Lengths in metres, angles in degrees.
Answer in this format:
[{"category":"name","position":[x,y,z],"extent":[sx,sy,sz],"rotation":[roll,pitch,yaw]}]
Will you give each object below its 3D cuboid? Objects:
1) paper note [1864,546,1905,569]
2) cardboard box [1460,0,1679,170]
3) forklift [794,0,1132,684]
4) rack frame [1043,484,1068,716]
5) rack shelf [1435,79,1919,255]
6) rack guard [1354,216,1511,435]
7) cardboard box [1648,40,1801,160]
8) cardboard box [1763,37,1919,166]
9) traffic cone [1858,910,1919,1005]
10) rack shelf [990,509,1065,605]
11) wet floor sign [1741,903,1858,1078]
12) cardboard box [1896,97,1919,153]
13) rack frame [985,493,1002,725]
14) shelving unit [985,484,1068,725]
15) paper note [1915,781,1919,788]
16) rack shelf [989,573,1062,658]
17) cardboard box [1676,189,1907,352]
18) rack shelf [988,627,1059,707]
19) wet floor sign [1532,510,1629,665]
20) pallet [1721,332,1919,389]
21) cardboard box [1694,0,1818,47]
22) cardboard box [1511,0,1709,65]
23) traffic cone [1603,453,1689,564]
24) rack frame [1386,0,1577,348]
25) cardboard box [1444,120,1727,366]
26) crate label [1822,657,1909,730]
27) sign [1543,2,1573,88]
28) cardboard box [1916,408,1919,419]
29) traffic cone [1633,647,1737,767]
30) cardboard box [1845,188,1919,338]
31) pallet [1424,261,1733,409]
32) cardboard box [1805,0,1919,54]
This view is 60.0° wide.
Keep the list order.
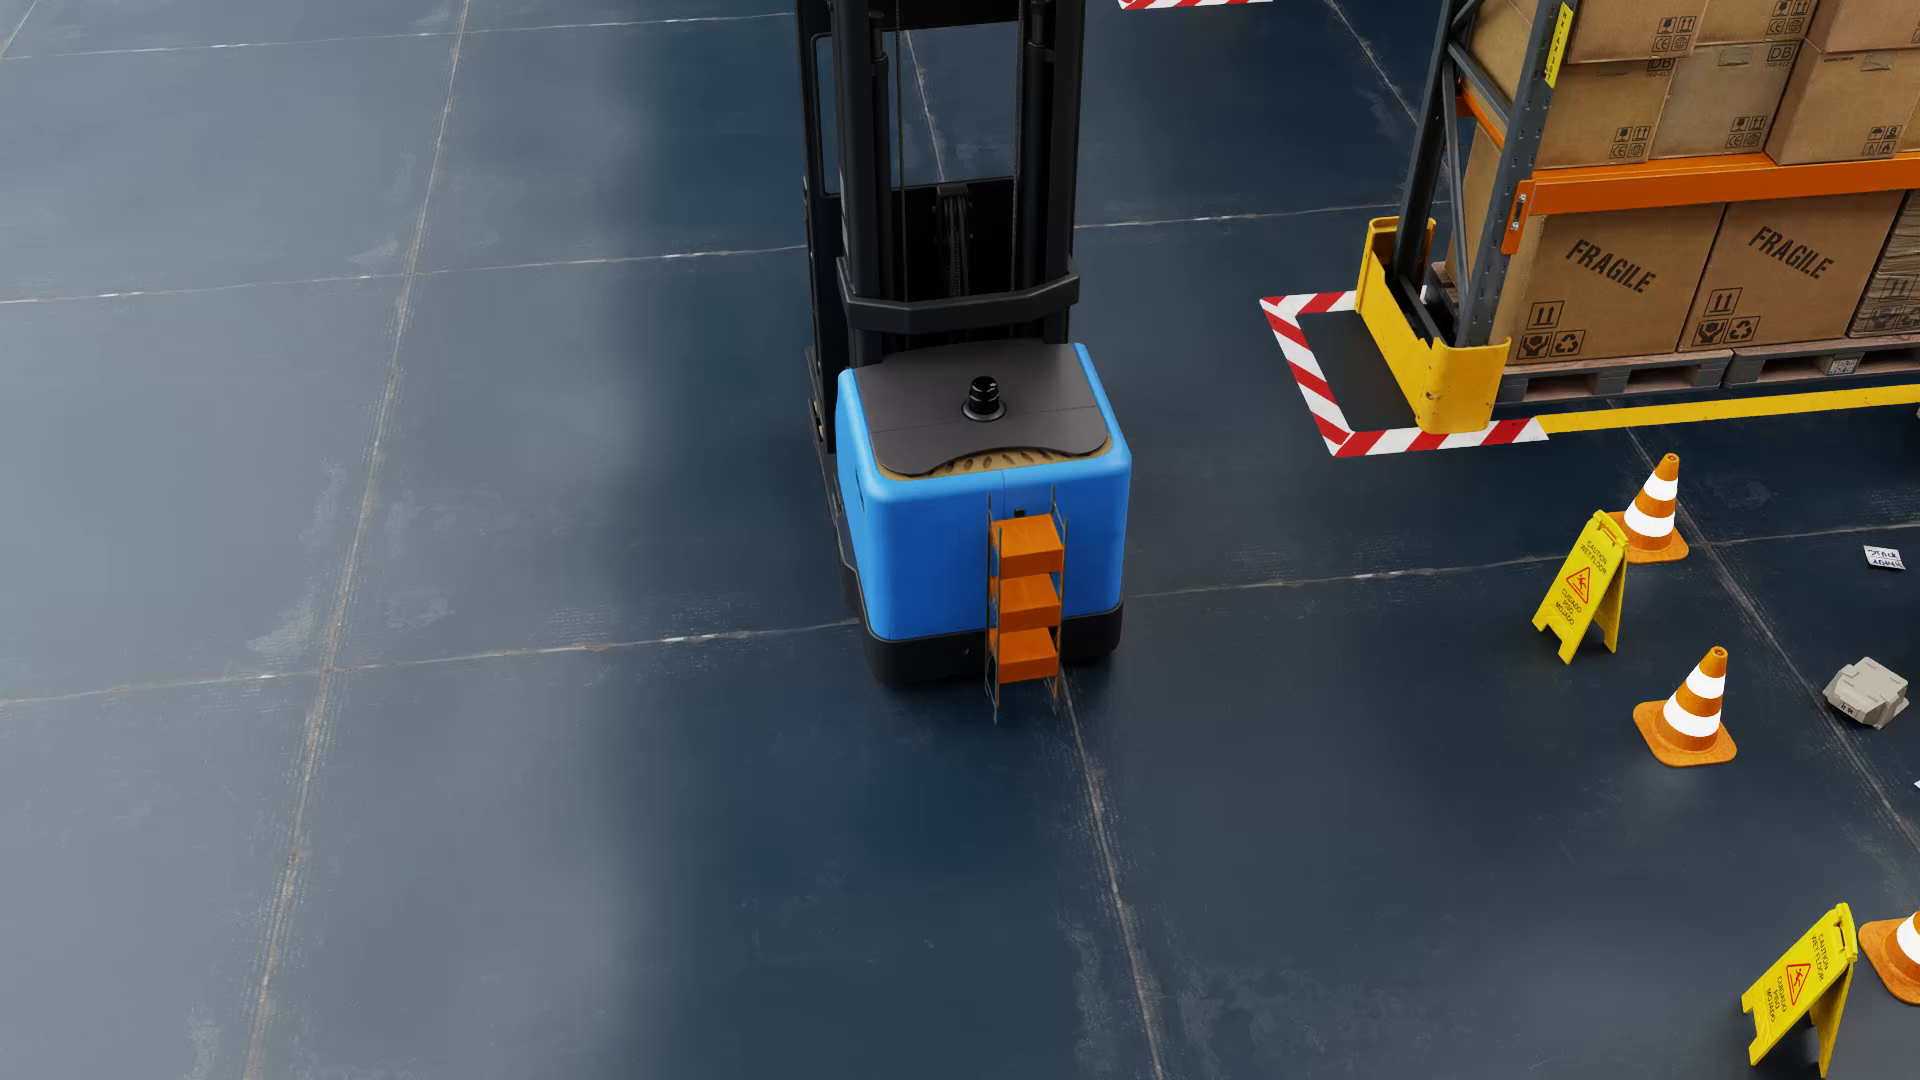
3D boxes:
[{"category":"paper note","position":[4.091,0.076,7.359],"extent":[0.142,0.017,0.144],"rotation":[8,43,9]},{"category":"cardboard box","position":[2.720,-2.140,7.486],"extent":[0.550,0.550,0.875],"rotation":[-5,42,-6]},{"category":"forklift","position":[-0.119,-1.503,6.943],"extent":[1.130,2.935,3.031],"rotation":[-7,43,-8]},{"category":"rack frame","position":[0.365,0.251,6.403],"extent":[0.008,1.050,0.200],"rotation":[-8,43,-9]},{"category":"rack shelf","position":[4.341,-1.929,7.901],"extent":[4.000,0.370,1.077],"rotation":[-5,42,-6]},{"category":"rack guard","position":[2.334,-1.092,8.302],"extent":[0.348,0.500,1.175],"rotation":[-5,42,-6]},{"category":"cardboard box","position":[3.262,-2.202,7.555],"extent":[0.550,0.550,0.875],"rotation":[-5,42,-6]},{"category":"cardboard box","position":[3.834,-2.167,7.517],"extent":[0.550,0.550,0.875],"rotation":[-5,42,-6]},{"category":"traffic cone","position":[3.359,1.305,5.673],"extent":[0.334,0.463,0.336],"rotation":[-5,42,-6]},{"category":"rack shelf","position":[0.245,0.064,6.202],"extent":[0.240,0.259,0.215],"rotation":[-8,43,-9]},{"category":"wet floor sign","position":[2.772,1.437,5.390],"extent":[0.232,0.644,0.267],"rotation":[8,43,9]},{"category":"cardboard box","position":[4.354,-2.241,7.598],"extent":[0.500,0.550,0.875],"rotation":[-5,42,-6]},{"category":"rack frame","position":[0.126,0.284,6.367],"extent":[0.008,1.050,0.200],"rotation":[-8,43,-9]},{"category":"shelving unit","position":[0.245,0.267,6.385],"extent":[0.252,1.050,0.215],"rotation":[-8,43,-9]},{"category":"paper note","position":[3.779,0.955,6.383],"extent":[0.142,0.019,0.148],"rotation":[-19,45,-20]},{"category":"rack shelf","position":[0.245,0.275,6.392],"extent":[0.240,0.259,0.215],"rotation":[-8,43,-9]},{"category":"cardboard box","position":[3.894,-1.570,8.238],"extent":[0.875,0.875,0.875],"rotation":[-6,42,-6]},{"category":"rack shelf","position":[0.245,0.481,6.578],"extent":[0.240,0.259,0.215],"rotation":[-8,43,-9]},{"category":"wet floor sign","position":[2.586,0.170,6.795],"extent":[0.232,0.644,0.267],"rotation":[-12,43,-13]},{"category":"pallet","position":[4.347,-1.212,8.651],"extent":[1.213,0.211,1.003],"rotation":[-5,42,-6]},{"category":"cardboard box","position":[3.264,-2.594,7.183],"extent":[0.550,0.550,0.875],"rotation":[-5,42,-6]},{"category":"cardboard box","position":[2.730,-2.485,7.063],"extent":[0.550,0.550,0.875],"rotation":[-5,42,-6]},{"category":"traffic cone","position":[3.068,-0.183,7.323],"extent":[0.334,0.463,0.336],"rotation":[-5,42,-6]},{"category":"rack frame","position":[2.358,-2.022,7.467],"extent":[0.127,3.000,1.000],"rotation":[-5,42,-6]},{"category":"cardboard box","position":[3.021,-1.492,8.152],"extent":[0.875,0.875,0.875],"rotation":[-5,42,-5]},{"category":"crate label","position":[3.649,0.609,6.688],"extent":[0.298,0.136,0.250],"rotation":[-27,49,-27]},{"category":"sign","position":[2.424,-2.004,6.742],"extent":[0.005,0.325,0.100],"rotation":[-5,42,-6]},{"category":"cardboard box","position":[4.918,-0.626,7.784],"extent":[0.500,0.500,0.500],"rotation":[2,42,2]},{"category":"traffic cone","position":[2.878,0.597,6.458],"extent":[0.334,0.463,0.336],"rotation":[-5,42,-6]},{"category":"cardboard box","position":[4.798,-1.647,8.325],"extent":[0.875,0.875,0.875],"rotation":[-5,42,-5]},{"category":"pallet","position":[3.140,-1.108,8.536],"extent":[1.213,0.211,1.003],"rotation":[-5,42,-6]},{"category":"cardboard box","position":[3.837,-2.553,7.137],"extent":[0.550,0.550,0.875],"rotation":[-5,42,-6]}]
